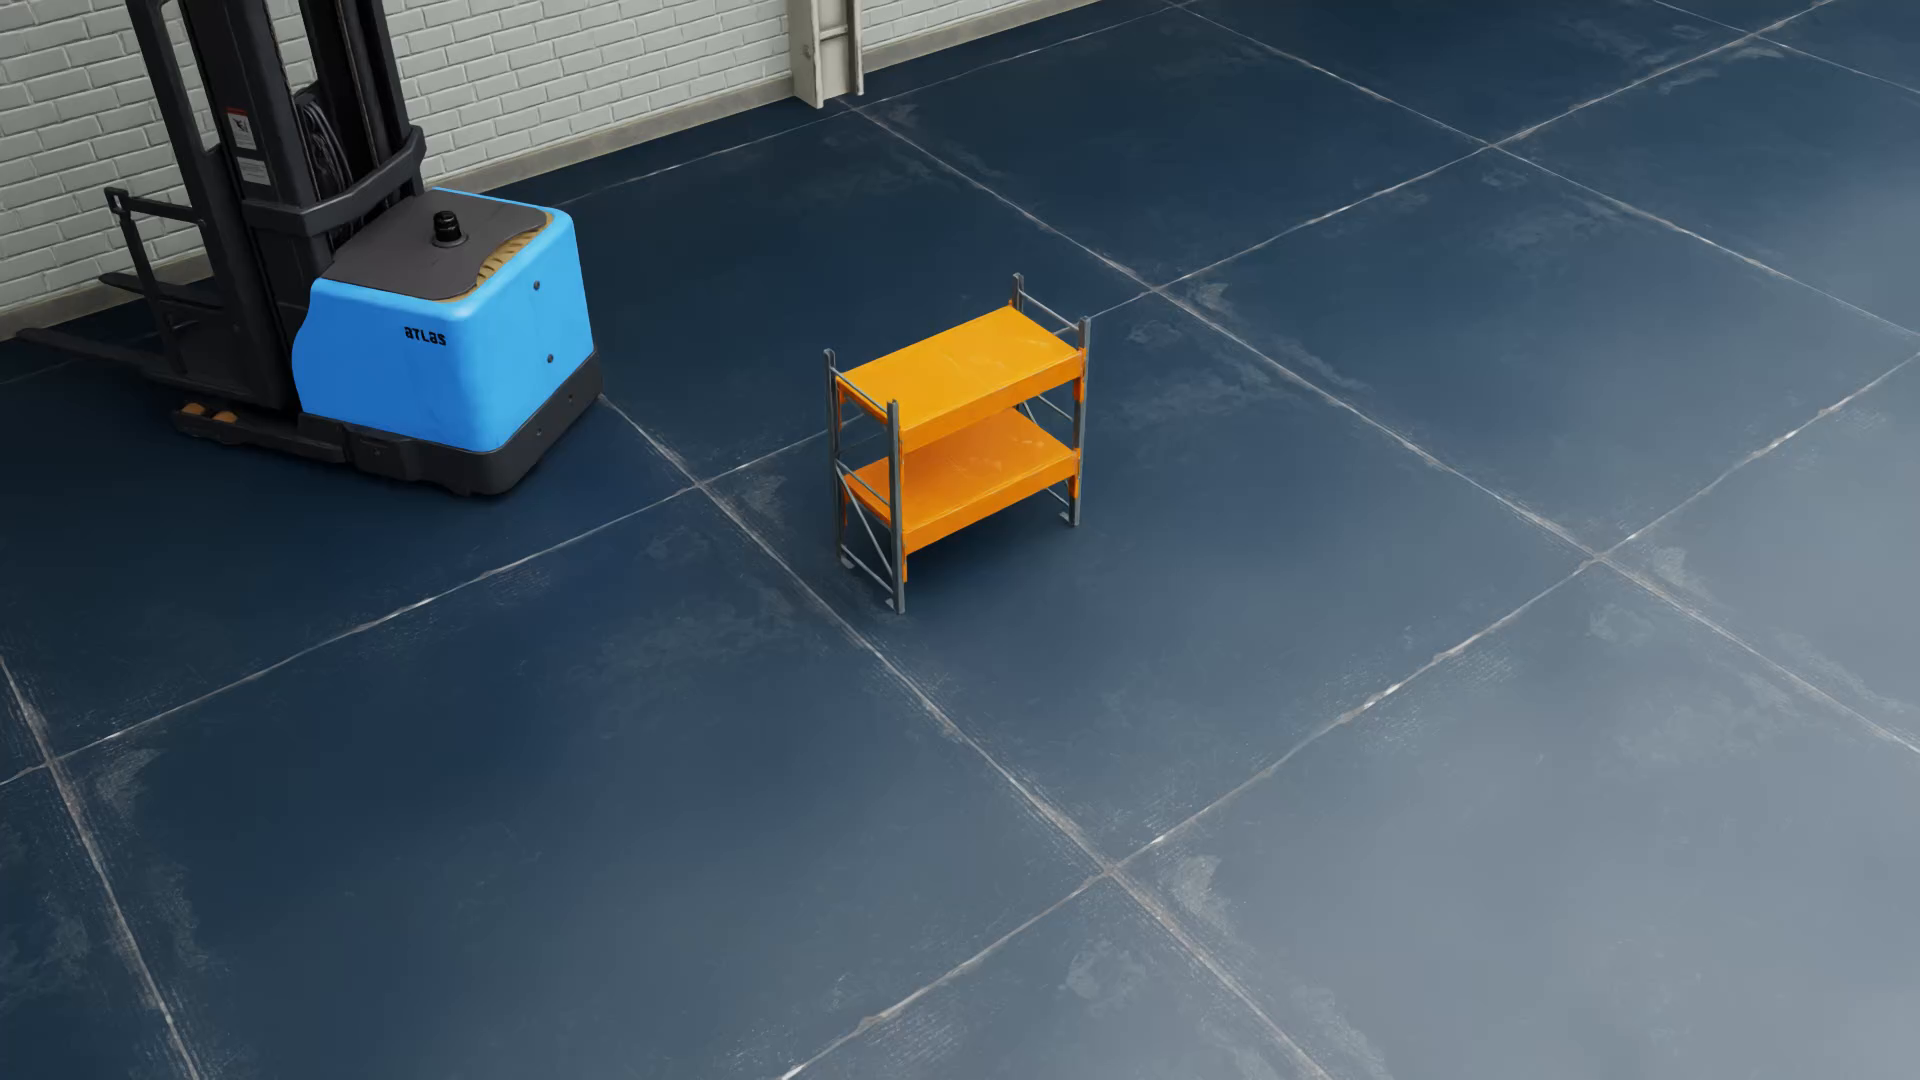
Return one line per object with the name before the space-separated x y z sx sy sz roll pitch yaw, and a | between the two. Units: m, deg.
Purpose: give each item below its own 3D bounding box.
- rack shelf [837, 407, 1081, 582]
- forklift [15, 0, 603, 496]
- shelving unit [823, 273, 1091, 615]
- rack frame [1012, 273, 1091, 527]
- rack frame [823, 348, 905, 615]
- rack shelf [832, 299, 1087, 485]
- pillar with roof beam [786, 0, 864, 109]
rack shelf | -0.005 -0.243 7.545 1.000 0.278 0.538 -26 46 -28
forklift | -3.417 -1.912 7.770 3.031 2.935 1.130 13 41 15
shelving unit | -0.005 -0.432 7.390 1.048 1.125 0.538 -26 46 -28
rack frame | 0.398 -0.629 7.630 0.032 1.125 0.500 -26 46 -28
rack frame | -0.408 -0.236 7.151 0.032 1.125 0.500 -26 46 -28
rack shelf | -0.005 -0.659 7.204 1.000 0.278 0.538 -26 46 -28
pillar with roof beam | 1.712 -4.406 6.026 0.400 9.000 9.100 -26 46 -28
